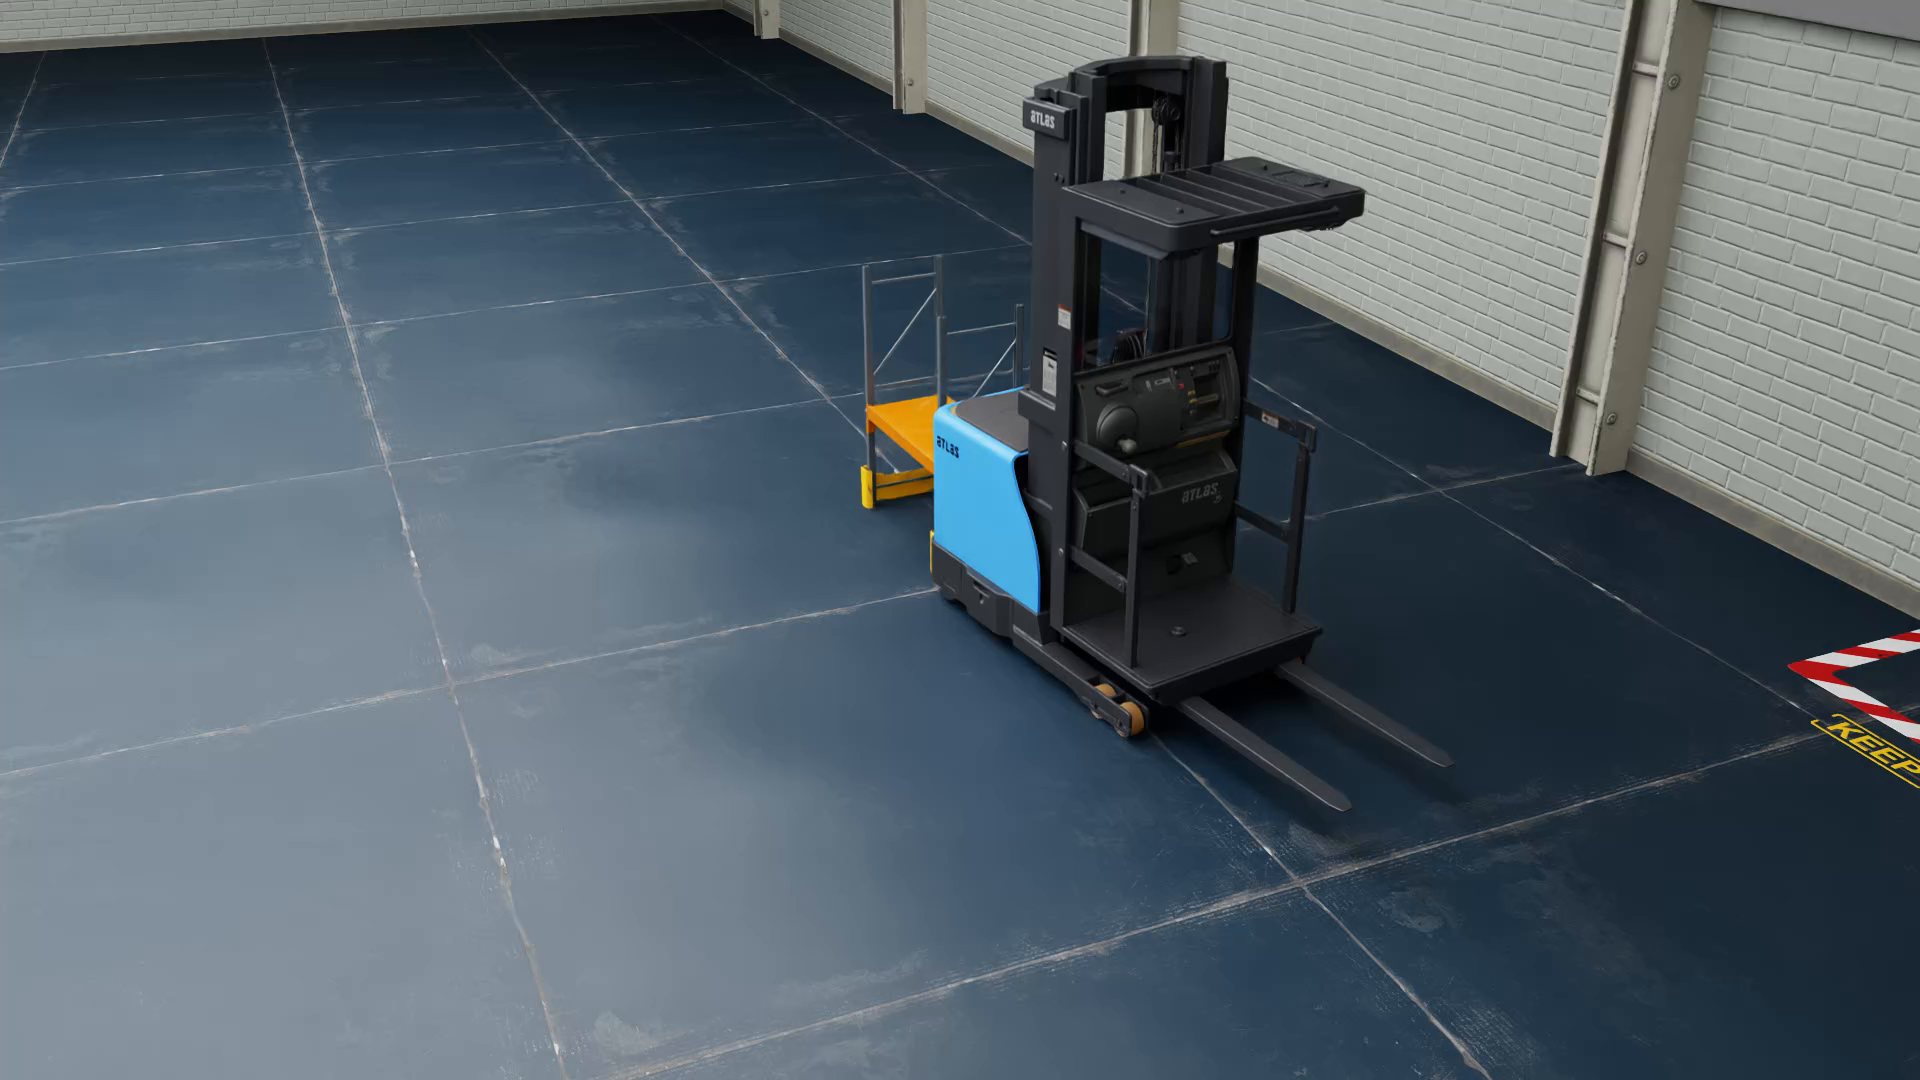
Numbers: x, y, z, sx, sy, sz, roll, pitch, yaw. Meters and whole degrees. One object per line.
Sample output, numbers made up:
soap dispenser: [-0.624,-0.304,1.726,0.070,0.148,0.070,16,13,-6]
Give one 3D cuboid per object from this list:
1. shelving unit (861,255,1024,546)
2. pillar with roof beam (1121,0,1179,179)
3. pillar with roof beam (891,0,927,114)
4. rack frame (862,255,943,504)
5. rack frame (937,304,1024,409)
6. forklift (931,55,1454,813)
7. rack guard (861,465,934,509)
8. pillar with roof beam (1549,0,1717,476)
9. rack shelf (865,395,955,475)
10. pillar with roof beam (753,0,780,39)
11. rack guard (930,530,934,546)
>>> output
shelving unit: [-0.107,-0.738,9.552,0.587,1.500,1.083,-12,28,-23]
pillar with roof beam: [-2.231,-6.238,12.269,9.100,9.000,0.400,-11,28,-21]
pillar with roof beam: [-4.581,-8.660,17.230,9.100,9.000,0.400,-11,28,-21]
rack frame: [-0.332,-0.943,9.971,0.500,1.500,0.032,-12,28,-23]
rack frame: [0.111,-0.541,9.149,0.500,1.500,0.032,-12,28,-23]
forklift: [1.061,-0.622,7.684,1.130,2.935,3.031,-16,30,-29]
rack guard: [-0.324,-0.373,10.229,0.587,0.250,0.087,-12,28,-23]
pillar with roof beam: [0.119,-3.815,7.308,9.100,9.000,0.400,-11,28,-21]
rack shelf: [-0.111,-0.580,9.639,0.538,0.185,1.000,-12,28,-23]
pillar with roof beam: [-6.930,-11.082,22.191,9.100,9.000,0.400,-11,28,-21]
rack guard: [0.110,0.020,9.424,0.587,0.250,0.087,-12,28,-23]
